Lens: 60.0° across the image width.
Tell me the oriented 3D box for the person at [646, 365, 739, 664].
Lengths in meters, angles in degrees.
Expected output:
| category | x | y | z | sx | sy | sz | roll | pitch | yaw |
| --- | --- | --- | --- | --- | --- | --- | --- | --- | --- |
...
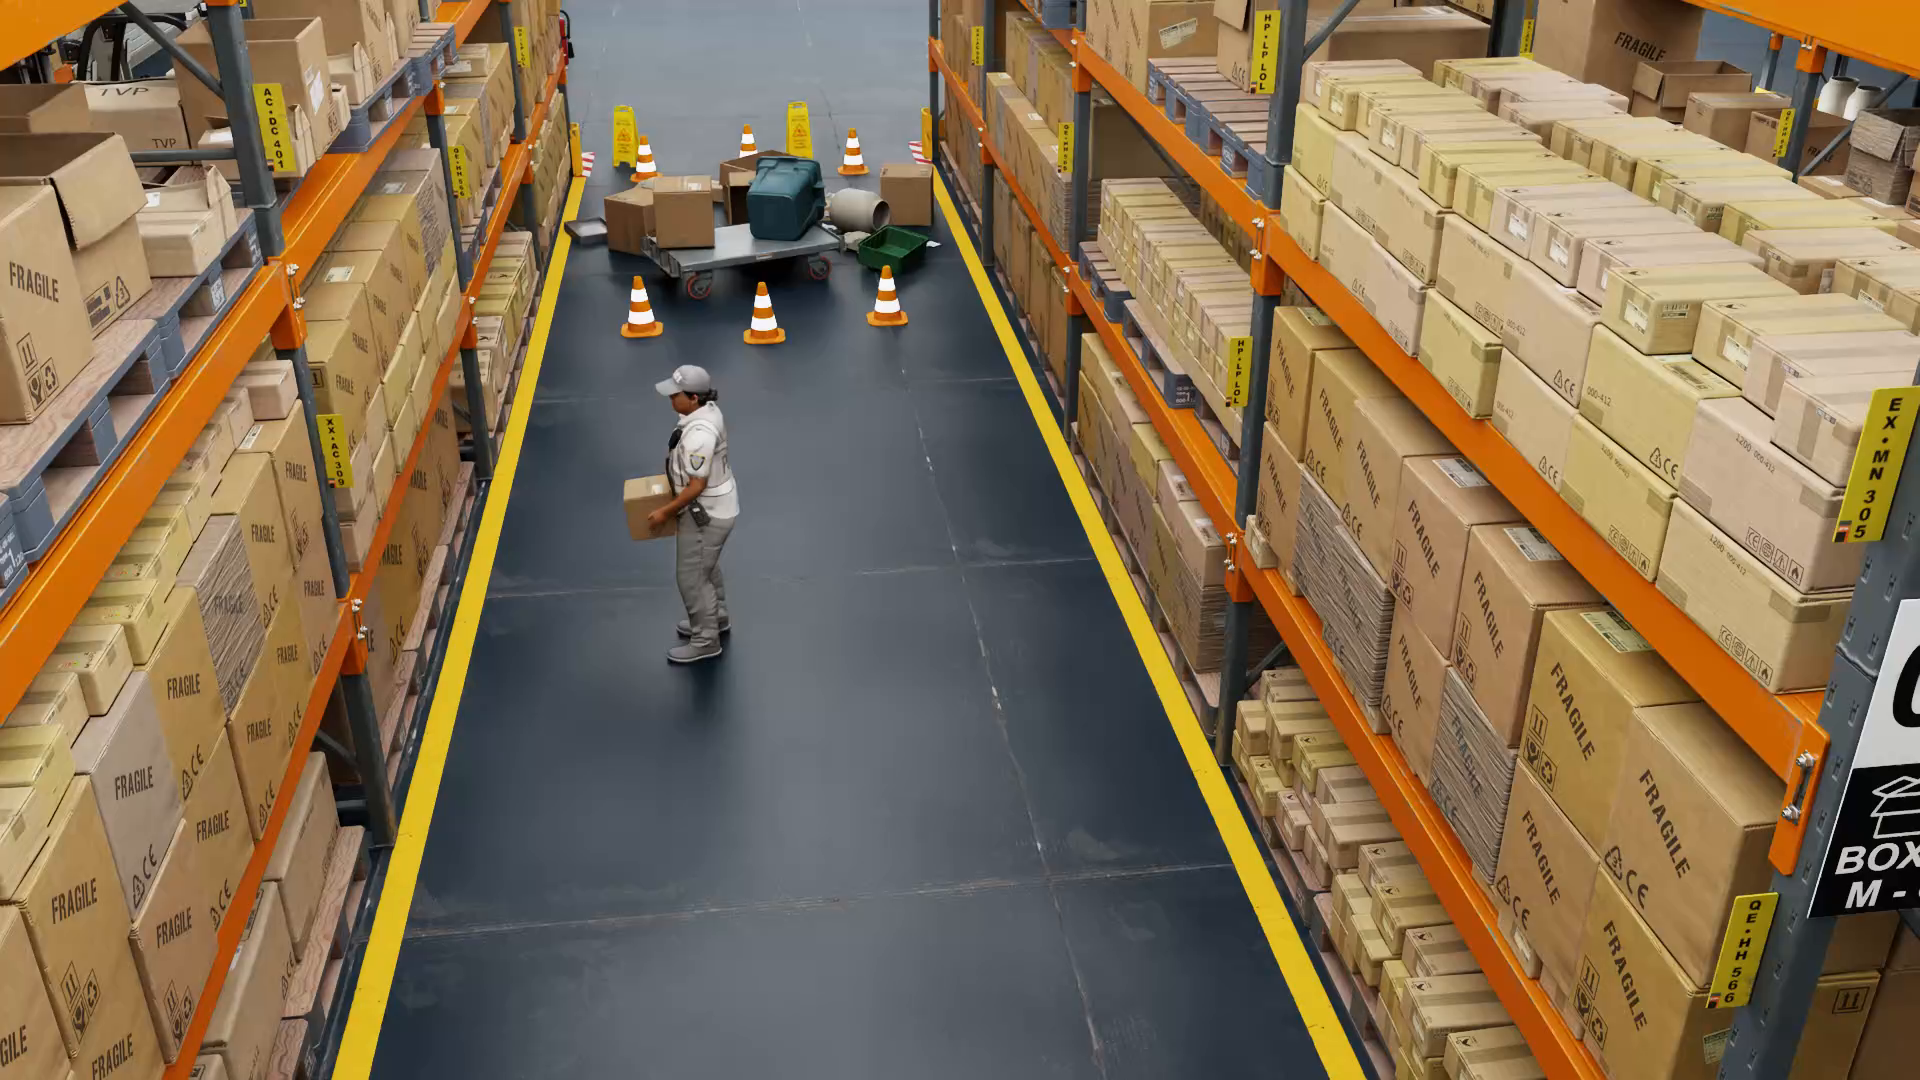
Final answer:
| category | x | y | z | sx | sy | sz | roll | pitch | yaw |
| --- | --- | --- | --- | --- | --- | --- | --- | --- | --- |
| person | -1.427 | -0.151 | 8.899 | 0.490 | 1.671 | 0.493 | -4 | 28 | -8 |
